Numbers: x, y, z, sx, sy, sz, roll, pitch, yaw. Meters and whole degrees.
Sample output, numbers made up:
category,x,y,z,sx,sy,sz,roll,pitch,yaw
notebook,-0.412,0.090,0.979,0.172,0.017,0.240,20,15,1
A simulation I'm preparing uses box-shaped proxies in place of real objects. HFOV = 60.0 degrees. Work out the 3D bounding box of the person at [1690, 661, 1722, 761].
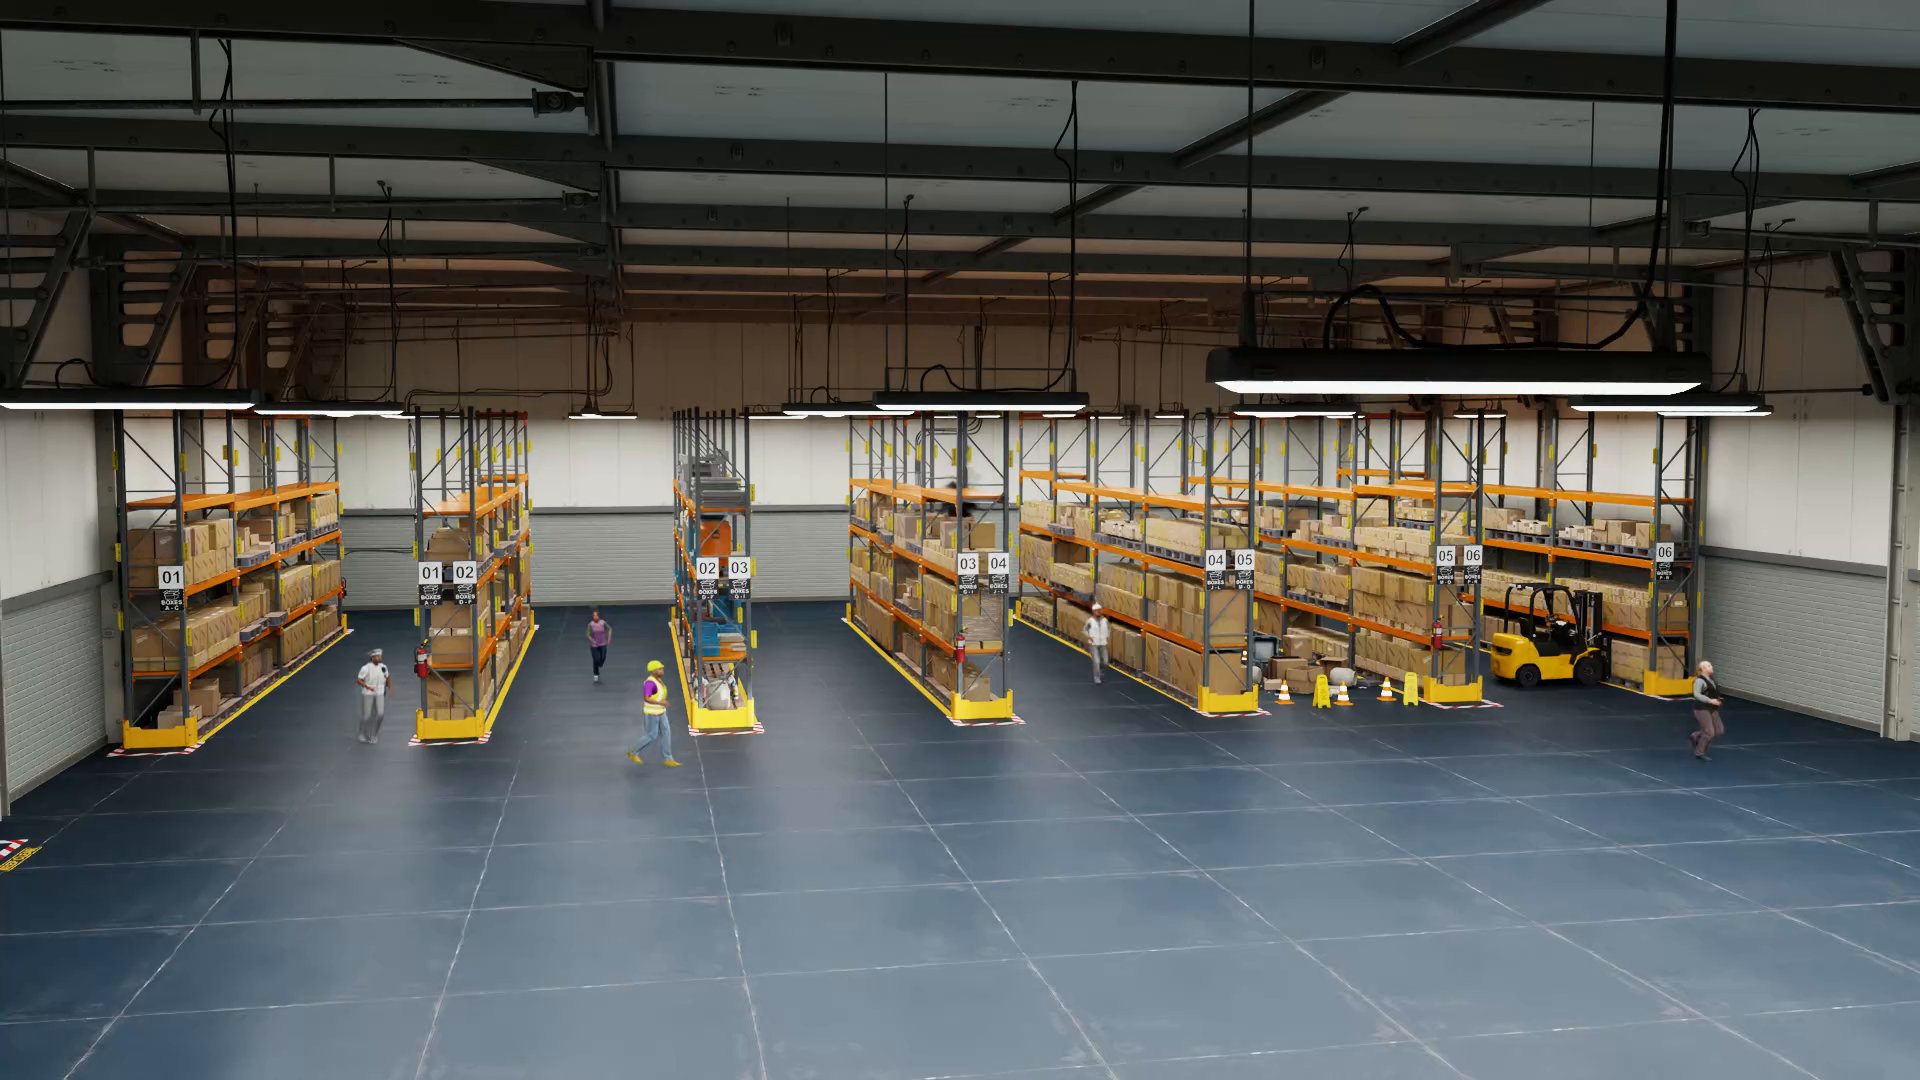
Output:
category,x,y,z,sx,sy,sz,roll,pitch,yaw
person,12.621,2.885,28.118,0.698,1.686,0.591,-4,6,-44

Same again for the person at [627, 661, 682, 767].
category,x,y,z,sx,sy,sz,roll,pitch,yaw
person,-5.073,2.880,27.519,0.914,1.772,0.693,1,4,10

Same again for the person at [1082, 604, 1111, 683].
category,x,y,z,sx,sy,sz,roll,pitch,yaw
person,2.997,2.253,36.248,0.656,1.722,0.522,-1,4,-11

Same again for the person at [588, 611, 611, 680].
category,x,y,z,sx,sy,sz,roll,pitch,yaw
person,-7.968,2.339,36.705,0.537,1.555,0.632,-1,4,-14

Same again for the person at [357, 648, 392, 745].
category,x,y,z,sx,sy,sz,roll,pitch,yaw
person,-10.440,2.788,29.702,0.645,1.705,0.623,-3,5,-39
